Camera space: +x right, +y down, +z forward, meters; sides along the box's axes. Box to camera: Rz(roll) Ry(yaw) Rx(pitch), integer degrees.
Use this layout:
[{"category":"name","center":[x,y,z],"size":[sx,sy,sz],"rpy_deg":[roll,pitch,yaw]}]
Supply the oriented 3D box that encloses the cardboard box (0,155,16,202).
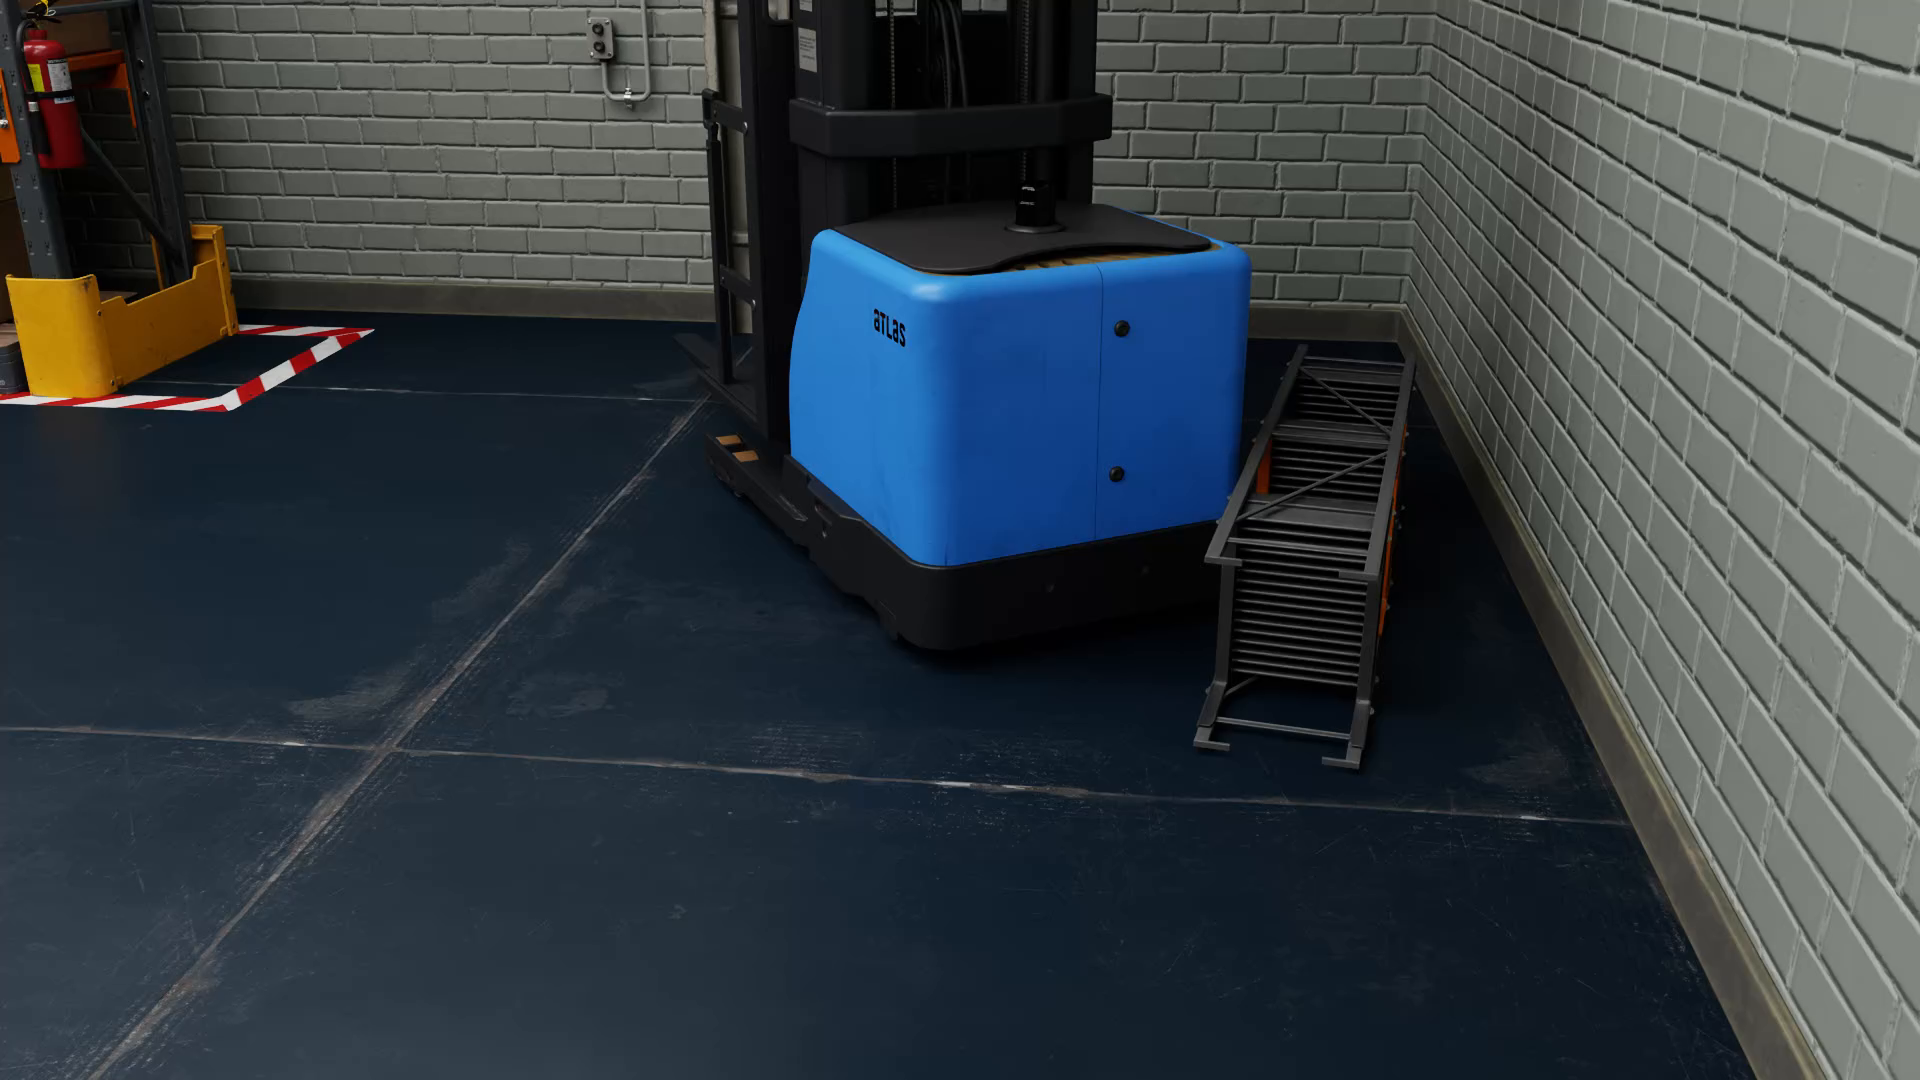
[{"category":"cardboard box","center":[-4.265,-1.600,7.353],"size":[0.250,0.149,0.380],"rpy_deg":[3,22,7]}]

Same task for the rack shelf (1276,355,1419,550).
[{"category":"rack shelf","center":[1.268,-0.302,5.509],"size":[0.431,0.480,0.518],"rpy_deg":[6,22,16]}]

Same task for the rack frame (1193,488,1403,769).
[{"category":"rack frame","center":[1.069,0.162,4.983],"size":[0.400,0.015,2.100],"rpy_deg":[6,22,16]}]

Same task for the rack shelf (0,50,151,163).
[{"category":"rack shelf","center":[-5.692,-1.956,7.285],"size":[4.000,0.370,1.077],"rpy_deg":[2,22,6]}]

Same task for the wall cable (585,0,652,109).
[{"category":"wall cable","center":[-2.323,-2.966,7.481],"size":[1.851,1.984,0.084],"rpy_deg":[2,22,6]}]

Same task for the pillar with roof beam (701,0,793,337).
[{"category":"pillar with roof beam","center":[-1.429,-3.621,2.359],"size":[0.400,9.000,9.100],"rpy_deg":[2,22,6]}]

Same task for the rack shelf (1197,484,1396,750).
[{"category":"rack shelf","center":[0.865,0.179,4.258],"size":[0.431,0.480,0.518],"rpy_deg":[6,22,16]}]

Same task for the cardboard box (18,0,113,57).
[{"category":"cardboard box","center":[-4.213,-2.362,6.926],"size":[0.700,0.700,0.980],"rpy_deg":[3,22,9]}]

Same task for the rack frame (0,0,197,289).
[{"category":"rack frame","center":[-3.706,-2.204,6.934],"size":[0.127,3.000,1.000],"rpy_deg":[2,22,6]}]

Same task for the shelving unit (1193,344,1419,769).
[{"category":"shelving unit","center":[1.070,-0.066,4.896],"size":[0.431,0.503,2.100],"rpy_deg":[6,22,16]}]

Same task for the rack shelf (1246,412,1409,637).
[{"category":"rack shelf","center":[1.066,-0.061,4.883],"size":[0.431,0.480,0.518],"rpy_deg":[6,22,16]}]

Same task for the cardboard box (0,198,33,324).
[{"category":"cardboard box","center":[-4.413,-1.230,7.301],"size":[0.500,0.500,0.700],"rpy_deg":[2,22,6]}]

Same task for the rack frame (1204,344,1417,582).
[{"category":"rack frame","center":[1.071,-0.294,4.808],"size":[0.400,0.015,2.100],"rpy_deg":[6,22,16]}]

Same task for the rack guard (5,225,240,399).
[{"category":"rack guard","center":[-3.682,-1.040,7.391],"size":[0.348,0.500,1.175],"rpy_deg":[2,22,6]}]

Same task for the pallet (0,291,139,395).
[{"category":"pallet","center":[-4.509,-0.913,7.462],"size":[1.213,0.211,1.003],"rpy_deg":[2,22,6]}]

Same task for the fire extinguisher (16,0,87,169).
[{"category":"fire extinguisher","center":[-3.610,-1.819,6.574],"size":[0.183,0.674,0.296],"rpy_deg":[2,22,6]}]

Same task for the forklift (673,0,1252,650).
[{"category":"forklift","center":[-0.263,-1.570,5.426],"size":[1.130,2.935,3.031],"rpy_deg":[-10,24,-23]}]
